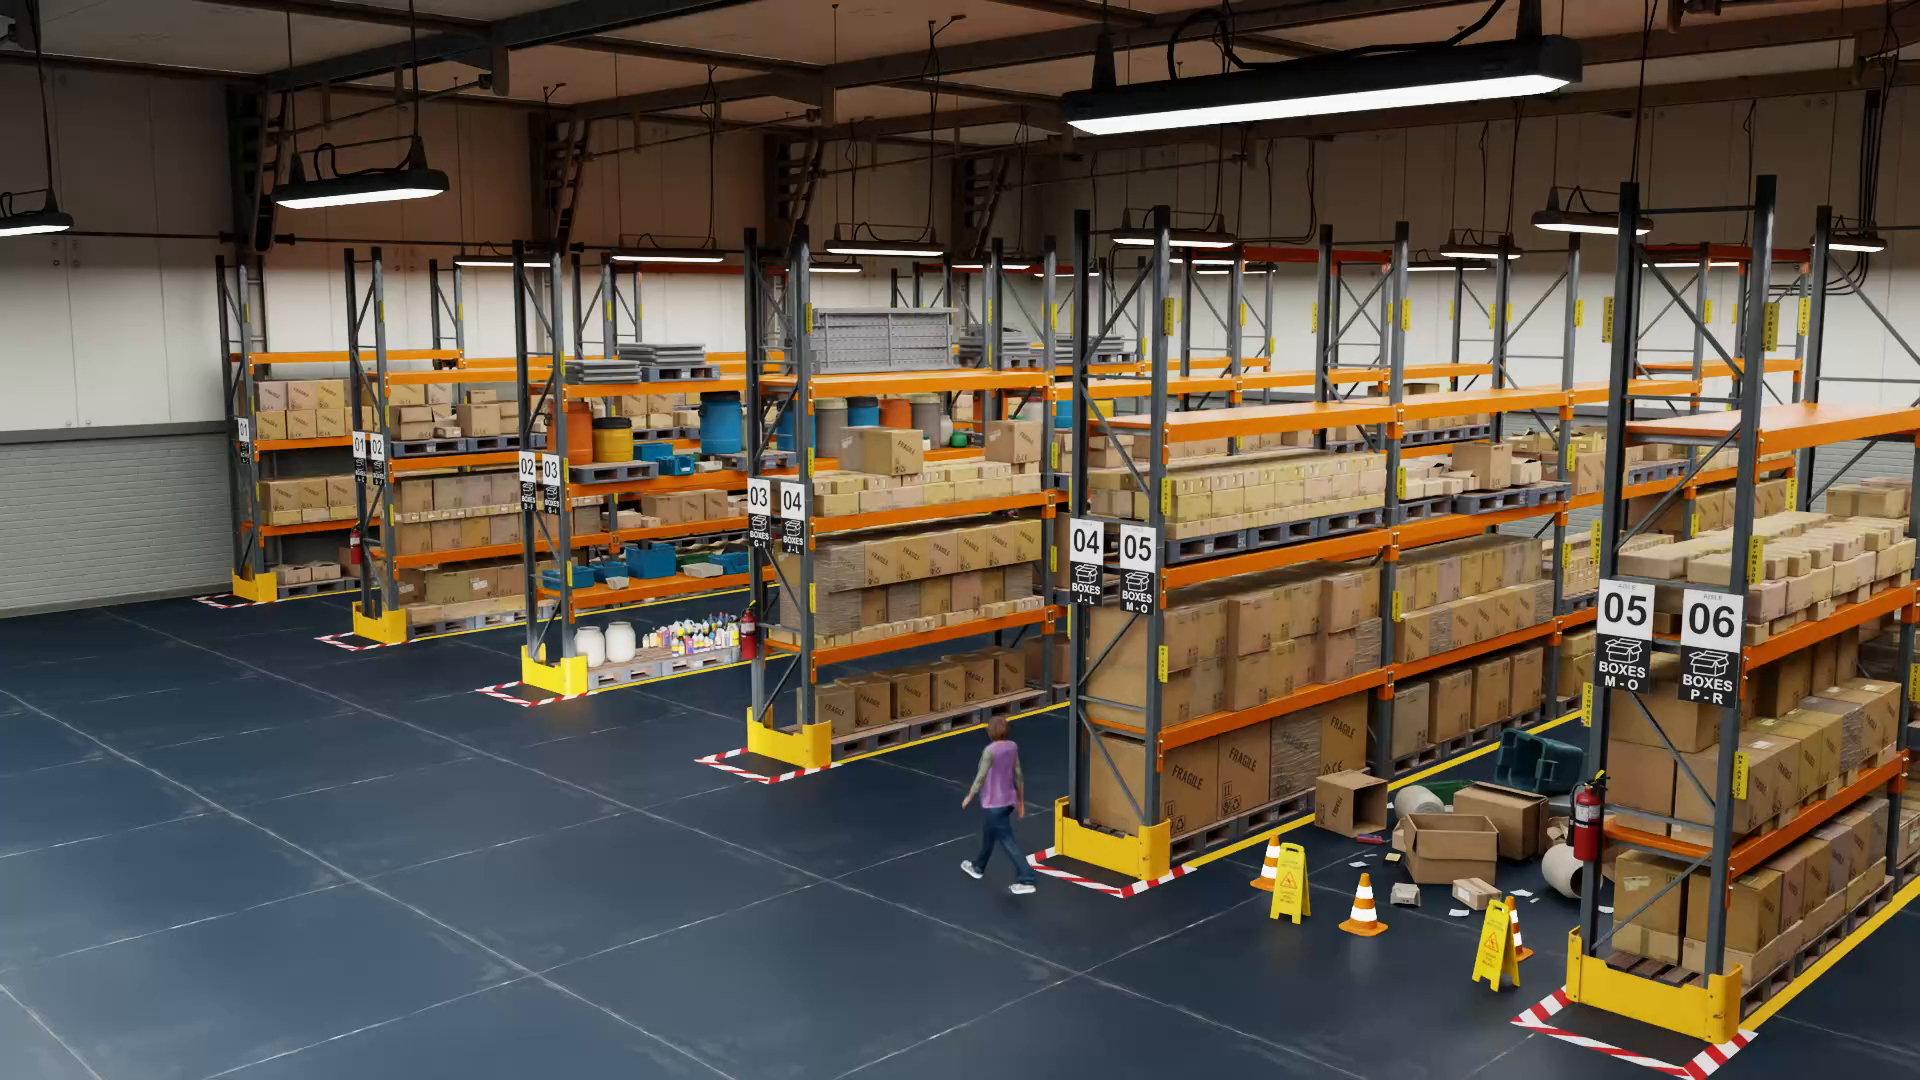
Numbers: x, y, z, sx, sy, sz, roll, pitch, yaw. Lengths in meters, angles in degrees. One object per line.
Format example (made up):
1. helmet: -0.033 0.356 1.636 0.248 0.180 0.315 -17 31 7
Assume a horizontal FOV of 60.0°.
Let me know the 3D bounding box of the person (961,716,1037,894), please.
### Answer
1. person: 0.314 2.312 14.690 0.949 1.544 0.407 6 10 36
